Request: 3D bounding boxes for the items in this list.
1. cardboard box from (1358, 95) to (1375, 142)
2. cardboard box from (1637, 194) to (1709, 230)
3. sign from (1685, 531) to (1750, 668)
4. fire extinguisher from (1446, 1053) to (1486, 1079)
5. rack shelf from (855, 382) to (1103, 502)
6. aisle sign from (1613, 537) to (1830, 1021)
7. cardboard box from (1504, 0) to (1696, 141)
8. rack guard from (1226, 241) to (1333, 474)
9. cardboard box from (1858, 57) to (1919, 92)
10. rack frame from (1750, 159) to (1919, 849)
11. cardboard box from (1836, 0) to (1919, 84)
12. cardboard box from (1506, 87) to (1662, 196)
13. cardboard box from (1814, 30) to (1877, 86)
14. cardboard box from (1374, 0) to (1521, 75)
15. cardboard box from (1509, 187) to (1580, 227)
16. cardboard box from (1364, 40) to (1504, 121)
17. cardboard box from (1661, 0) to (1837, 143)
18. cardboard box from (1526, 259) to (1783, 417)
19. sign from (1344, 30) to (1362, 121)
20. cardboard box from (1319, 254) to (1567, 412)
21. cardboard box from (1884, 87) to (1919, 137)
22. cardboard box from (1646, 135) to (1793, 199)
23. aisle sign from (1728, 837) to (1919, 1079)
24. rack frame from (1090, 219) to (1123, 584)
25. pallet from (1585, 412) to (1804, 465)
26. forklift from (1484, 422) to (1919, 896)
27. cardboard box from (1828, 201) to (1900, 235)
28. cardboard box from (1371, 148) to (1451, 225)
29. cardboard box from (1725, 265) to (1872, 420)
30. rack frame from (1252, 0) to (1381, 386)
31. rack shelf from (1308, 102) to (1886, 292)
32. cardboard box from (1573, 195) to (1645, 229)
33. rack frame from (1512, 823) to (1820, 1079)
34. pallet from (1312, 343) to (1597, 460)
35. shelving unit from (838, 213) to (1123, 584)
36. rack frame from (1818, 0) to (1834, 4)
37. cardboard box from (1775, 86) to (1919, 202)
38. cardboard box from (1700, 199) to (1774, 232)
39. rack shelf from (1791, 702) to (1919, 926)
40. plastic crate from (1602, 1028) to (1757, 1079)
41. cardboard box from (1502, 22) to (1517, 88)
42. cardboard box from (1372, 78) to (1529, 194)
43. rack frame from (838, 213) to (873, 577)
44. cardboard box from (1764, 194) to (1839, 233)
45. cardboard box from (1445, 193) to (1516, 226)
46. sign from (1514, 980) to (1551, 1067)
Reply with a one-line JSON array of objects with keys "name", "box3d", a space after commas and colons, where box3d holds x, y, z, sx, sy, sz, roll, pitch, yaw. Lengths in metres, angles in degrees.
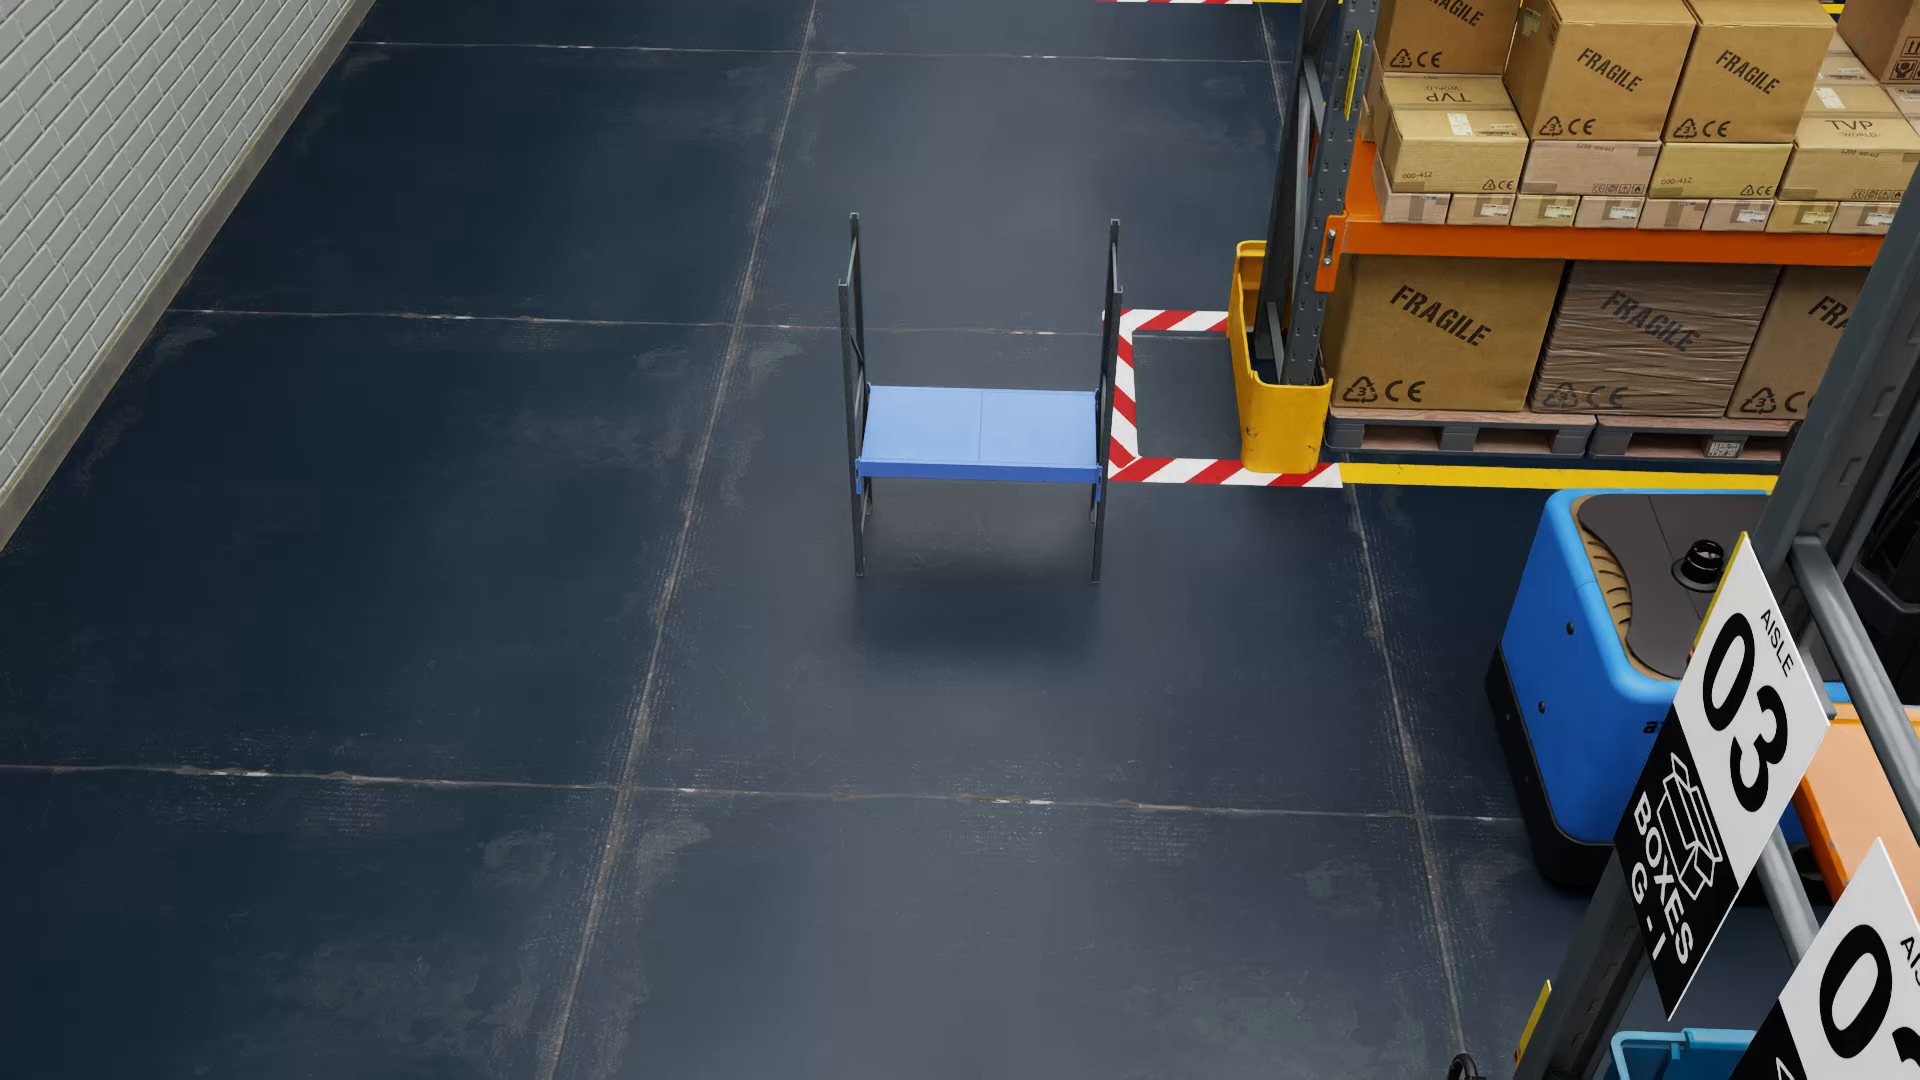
[{"name": "cardboard box", "box3d": [1.899, -1.923, 7.384, 0.250, 0.149, 0.380, 3, 43, 3]}, {"name": "cardboard box", "box3d": [2.894, -1.444, 6.869, 0.250, 0.149, 0.380, 1, 43, 1]}, {"name": "sign", "box3d": [1.313, 0.136, 2.865, 0.005, 0.325, 0.100, 2, 43, 2]}, {"name": "fire extinguisher", "box3d": [1.175, 1.421, 3.939, 0.183, 0.674, 0.296, 2, 43, 2]}, {"name": "rack shelf", "box3d": [0.085, -0.415, 6.944, 1.000, 0.185, 0.538, 2, 43, 2]}, {"name": "aisle sign", "box3d": [1.246, 0.418, 2.779, 0.004, 0.787, 0.394, 2, 43, 2]}, {"name": "cardboard box", "box3d": [2.495, -1.916, 6.534, 0.500, 0.500, 0.500, 1, 43, 1]}, {"name": "rack guard", "box3d": [1.504, -0.888, 7.922, 0.348, 0.500, 1.175, 2, 43, 2]}, {"name": "cardboard box", "box3d": [4.052, -1.957, 7.127, 0.500, 0.250, 0.500, 3, 43, 3]}, {"name": "rack frame", "box3d": [1.305, -0.624, 1.404, 0.127, 3.000, 1.000, 2, 43, 2]}, {"name": "cardboard box", "box3d": [4.045, -2.230, 6.870, 0.500, 0.500, 0.500, 1, 43, 1]}, {"name": "cardboard box", "box3d": [2.515, -1.646, 6.793, 0.500, 0.250, 0.500, 1, 43, 1]}, {"name": "cardboard box", "box3d": [3.560, -1.977, 7.149, 0.500, 0.250, 0.500, 2, 43, 2]}, {"name": "cardboard box", "box3d": [2.026, -2.294, 6.939, 0.500, 0.500, 0.500, 2, 43, 2]}, {"name": "cardboard box", "box3d": [2.380, -1.460, 6.886, 0.250, 0.149, 0.380, 1, 43, 1]}, {"name": "cardboard box", "box3d": [2.024, -2.022, 7.197, 0.500, 0.250, 0.500, 1, 43, 1]}, {"name": "cardboard box", "box3d": [3.013, -1.905, 6.521, 0.500, 0.500, 0.500, 1, 43, 1]}, {"name": "cardboard box", "box3d": [3.080, -1.185, 7.658, 0.875, 0.875, 0.875, 2, 43, 2]}, {"name": "sign", "box3d": [1.497, -1.770, 6.342, 0.005, 0.325, 0.100, 2, 43, 2]}, {"name": "cardboard box", "box3d": [2.171, -1.213, 7.688, 0.875, 0.875, 0.875, 2, 43, 2]}, {"name": "cardboard box", "box3d": [4.044, -1.598, 6.742, 0.500, 0.250, 0.500, 3, 43, 3]}, {"name": "cardboard box", "box3d": [3.017, -1.628, 6.774, 0.500, 0.250, 0.500, 0, 43, 0]}, {"name": "aisle sign", "box3d": [1.220, 0.819, 2.348, 0.004, 0.787, 0.394, 2, 43, 2]}, {"name": "rack frame", "box3d": [0.593, -0.531, 6.805, 0.032, 1.500, 0.500, 2, 43, 2]}, {"name": "pallet", "box3d": [3.546, -0.771, 8.008, 1.213, 0.211, 1.003, 2, 43, 2]}, {"name": "forklift", "box3d": [3.594, -0.138, 5.333, 3.031, 2.935, 1.130, 0, 43, 0]}, {"name": "cardboard box", "box3d": [3.666, -1.421, 6.845, 0.250, 0.149, 0.380, 2, 43, 3]}, {"name": "cardboard box", "box3d": [1.868, -1.475, 6.902, 0.250, 0.149, 0.380, 2, 43, 2]}, {"name": "cardboard box", "box3d": [3.969, -1.158, 7.628, 0.875, 0.875, 0.875, 2, 43, 2]}, {"name": "rack frame", "box3d": [1.528, -1.802, 7.069, 0.127, 3.000, 1.000, 2, 43, 2]}, {"name": "rack shelf", "box3d": [3.526, -1.477, 7.248, 4.000, 0.370, 1.077, 2, 43, 2]}, {"name": "cardboard box", "box3d": [2.640, -1.453, 6.879, 0.250, 0.149, 0.380, 1, 43, 1]}, {"name": "rack frame", "box3d": [1.305, 1.571, 3.449, 0.127, 3.000, 1.000, 2, 43, 2]}, {"name": "pallet", "box3d": [2.330, -0.810, 8.051, 1.213, 0.211, 1.003, 2, 43, 2]}, {"name": "shelving unit", "box3d": [0.085, -0.546, 6.821, 1.048, 1.500, 0.538, 2, 43, 2]}, {"name": "rack frame", "box3d": [5.848, -5.054, 10.560, 0.127, 3.000, 1.000, 2, 43, 2]}, {"name": "cardboard box", "box3d": [3.538, -1.616, 6.761, 0.500, 0.250, 0.500, 1, 43, 1]}, {"name": "cardboard box", "box3d": [3.152, -1.437, 6.861, 0.250, 0.149, 0.380, 1, 43, 1]}, {"name": "rack shelf", "box3d": [3.303, 0.798, 2.606, 4.000, 0.370, 1.077, 2, 43, 2]}, {"name": "plastic crate", "box3d": [1.648, 1.419, 3.542, 0.499, 0.435, 0.616, 2, 43, 2]}, {"name": "cardboard box", "box3d": [2.531, -2.006, 7.180, 0.500, 0.250, 0.500, 1, 43, 1]}, {"name": "cardboard box", "box3d": [1.995, -1.657, 6.806, 0.500, 0.250, 0.500, 1, 43, 1]}, {"name": "rack frame", "box3d": [-0.423, -0.562, 6.838, 0.032, 1.500, 0.500, 2, 43, 2]}, {"name": "cardboard box", "box3d": [3.404, -1.428, 6.852, 0.250, 0.149, 0.380, 1, 43, 1]}, {"name": "cardboard box", "box3d": [2.124, -1.468, 6.894, 0.250, 0.149, 0.380, 1, 43, 1]}, {"name": "sign", "box3d": [1.313, 1.136, 3.796, 0.005, 0.325, 0.100, 2, 43, 2]}]
